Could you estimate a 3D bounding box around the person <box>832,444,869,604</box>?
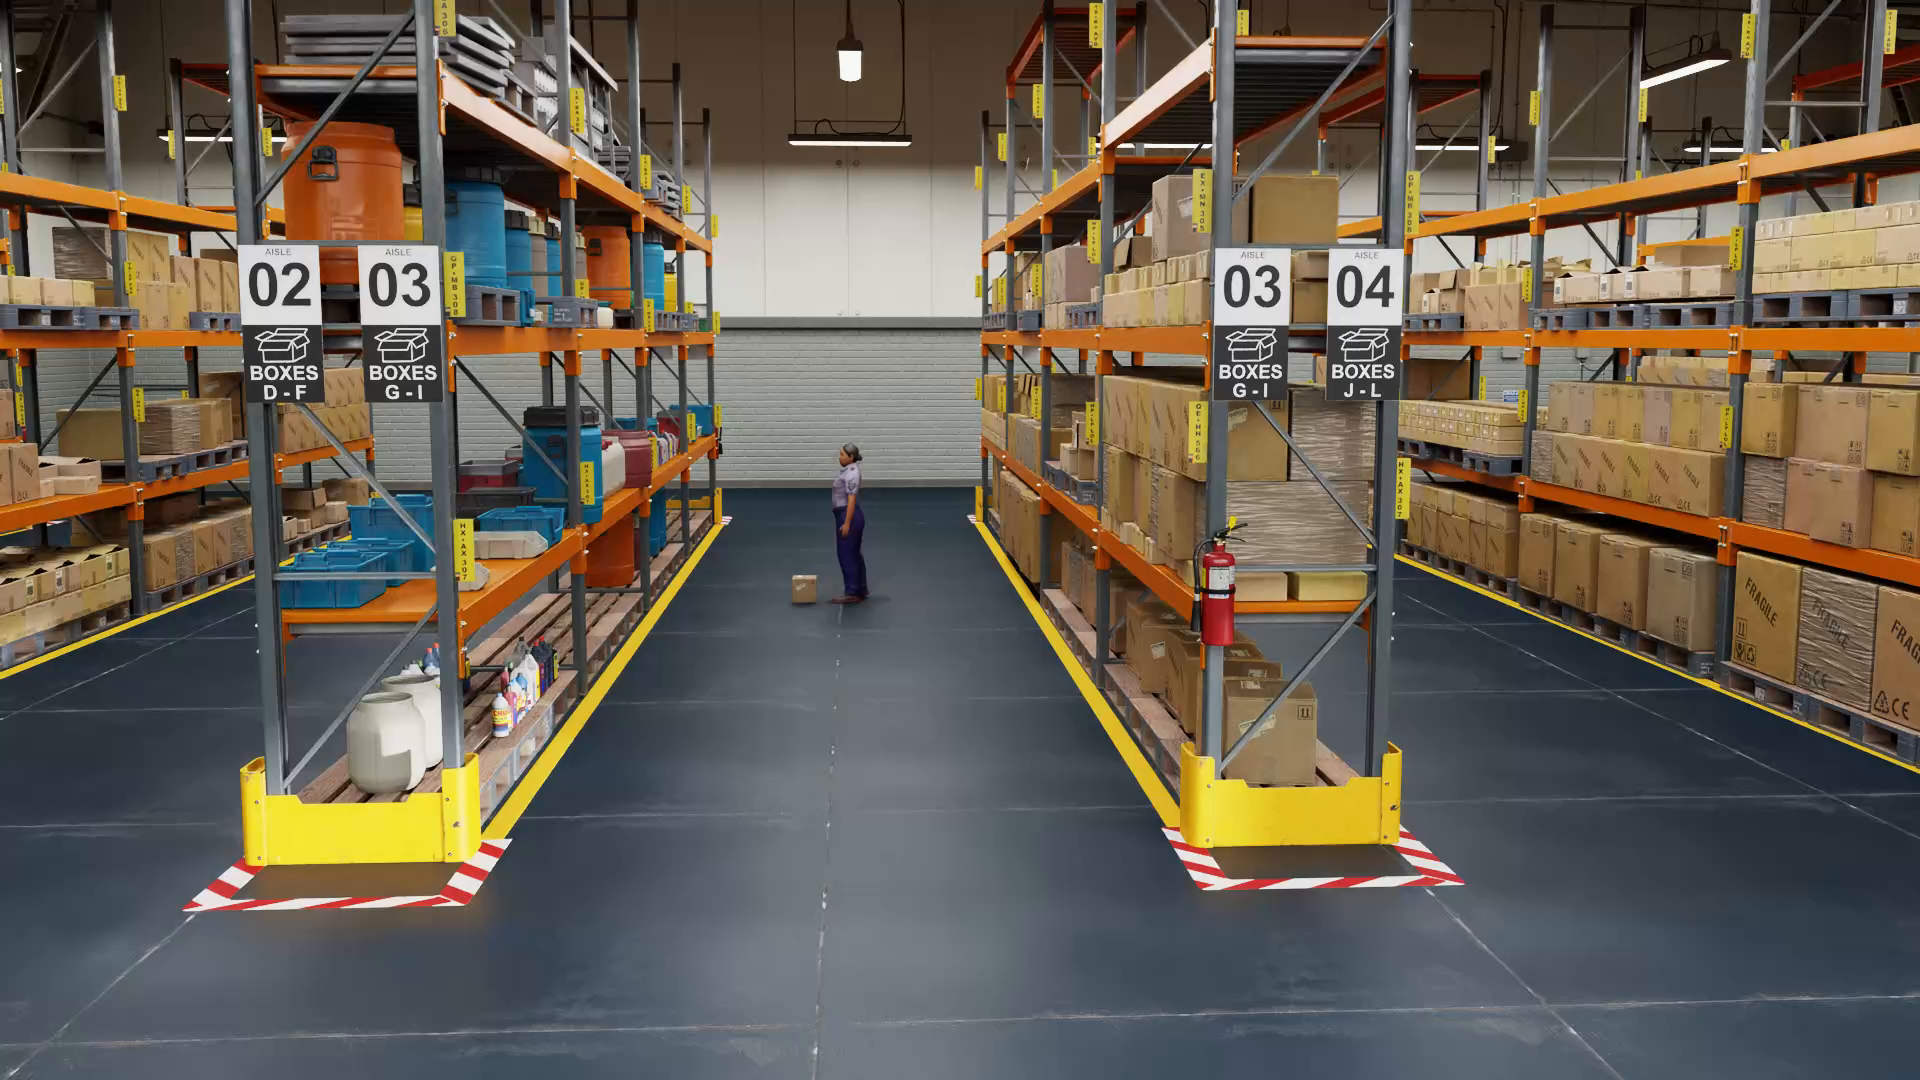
[{"bbox_3d":[-1.145,-0.155,17.326,0.387,1.707,0.545,0,7,-3],"label":"person"}]
